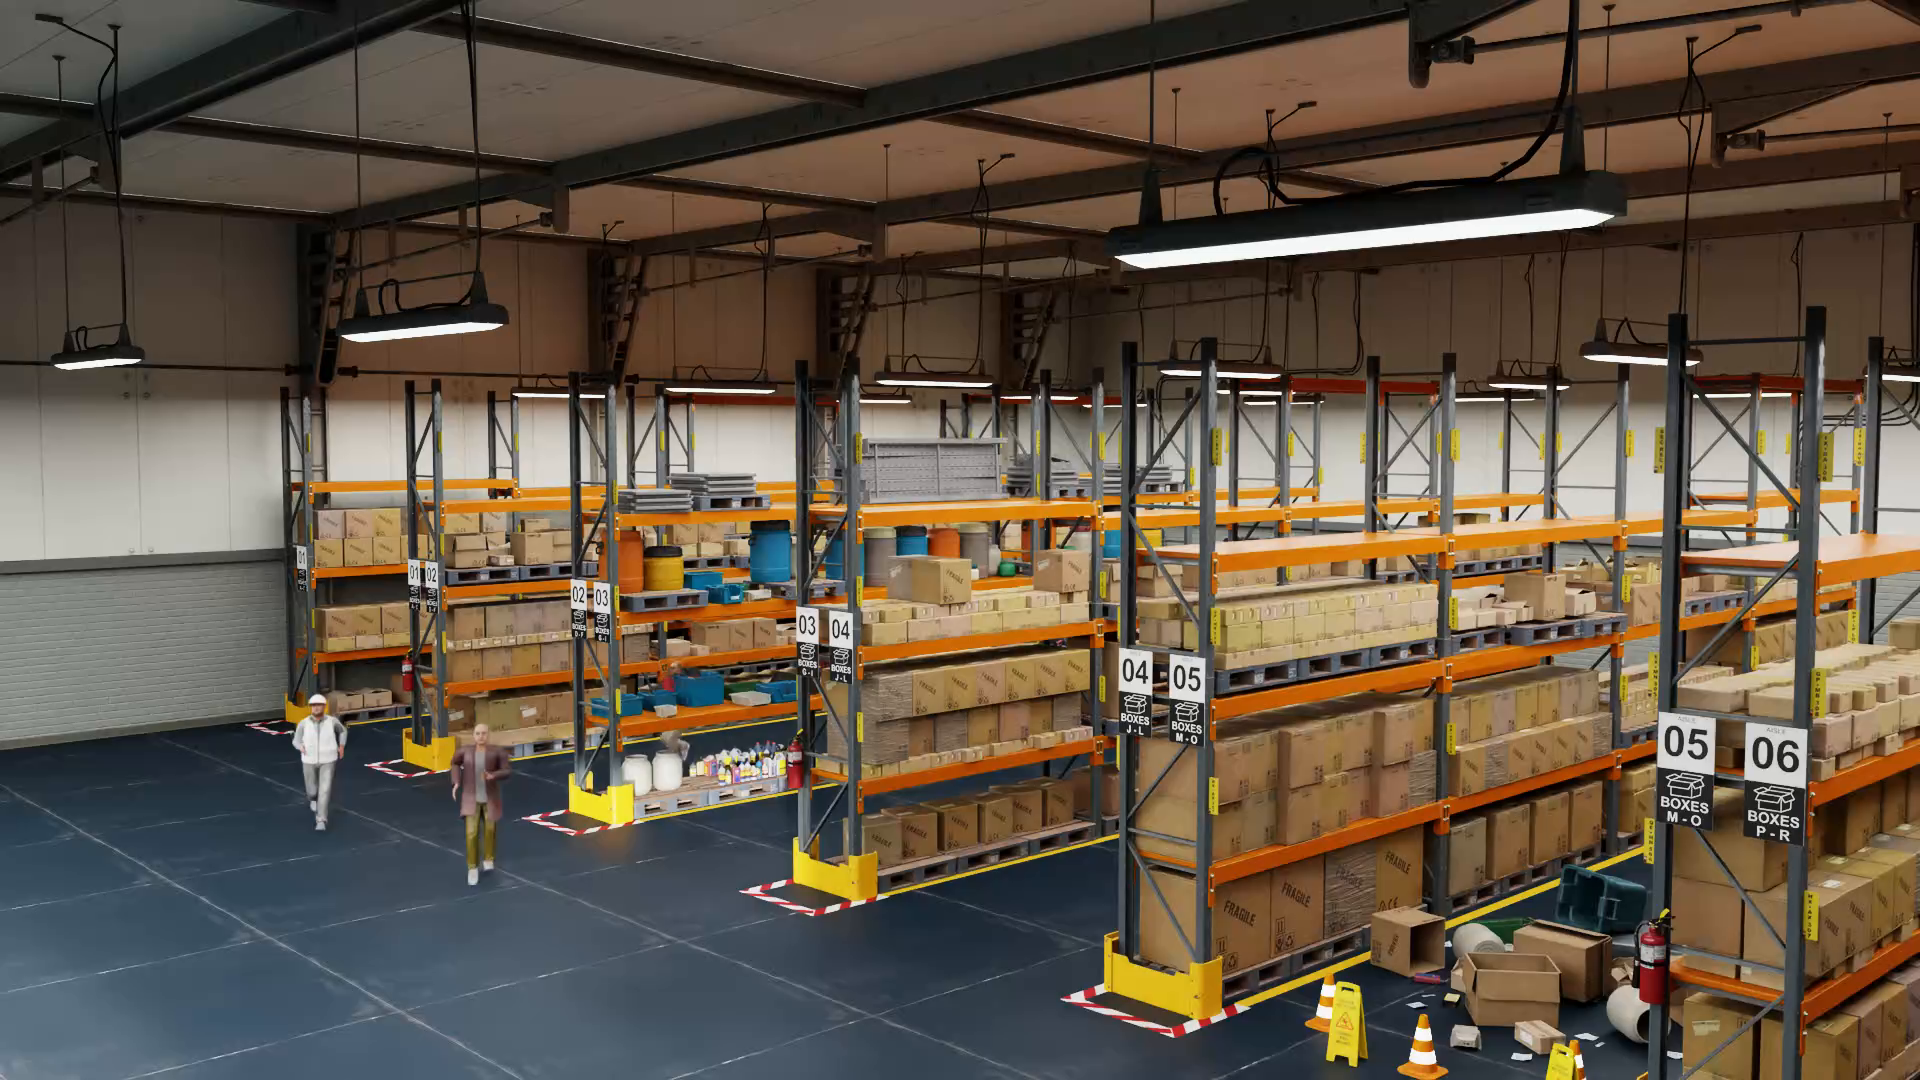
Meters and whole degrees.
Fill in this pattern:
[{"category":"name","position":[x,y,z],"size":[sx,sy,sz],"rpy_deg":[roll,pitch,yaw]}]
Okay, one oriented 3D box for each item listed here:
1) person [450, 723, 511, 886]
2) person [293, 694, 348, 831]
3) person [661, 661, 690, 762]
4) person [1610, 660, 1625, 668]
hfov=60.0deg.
[{"category":"person","position":[-5.556,3.047,19.300],"size":[0.671,1.845,0.835],"rpy_deg":[-1,4,-17]},{"category":"person","position":[-8.393,2.898,21.816],"size":[0.677,1.743,0.984],"rpy_deg":[-1,4,-17]},{"category":"person","position":[-4.330,2.692,25.378],"size":[0.680,1.688,0.783],"rpy_deg":[2,4,29]},{"category":"person","position":[10.169,2.668,25.445],"size":[1.113,1.772,0.659],"rpy_deg":[-3,5,-42]}]
